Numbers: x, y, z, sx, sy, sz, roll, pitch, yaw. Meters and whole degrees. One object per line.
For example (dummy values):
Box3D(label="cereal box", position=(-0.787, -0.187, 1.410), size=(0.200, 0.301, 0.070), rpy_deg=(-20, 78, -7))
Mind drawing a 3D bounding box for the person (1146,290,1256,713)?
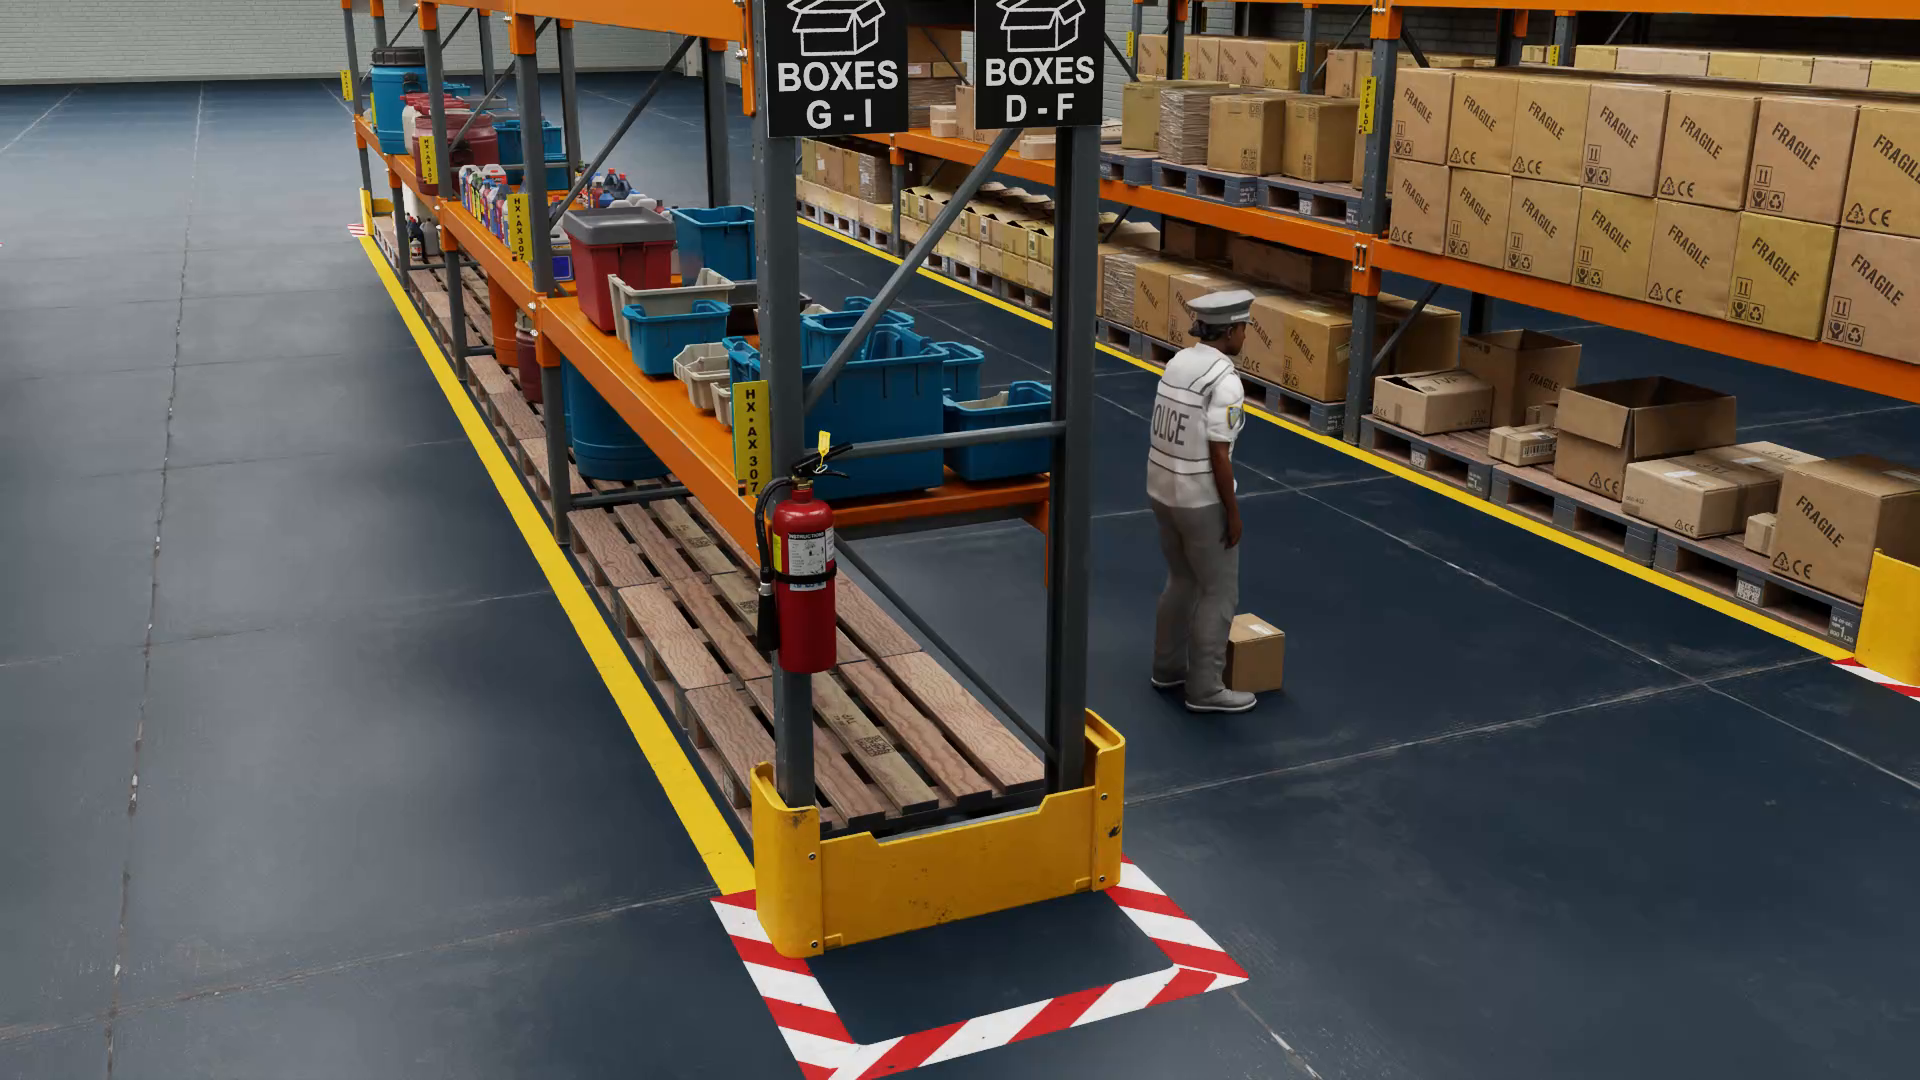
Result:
Box3D(label="person", position=(0.960, -0.151, 6.605), size=(0.397, 1.656, 0.503), rpy_deg=(-8, 20, -22))
